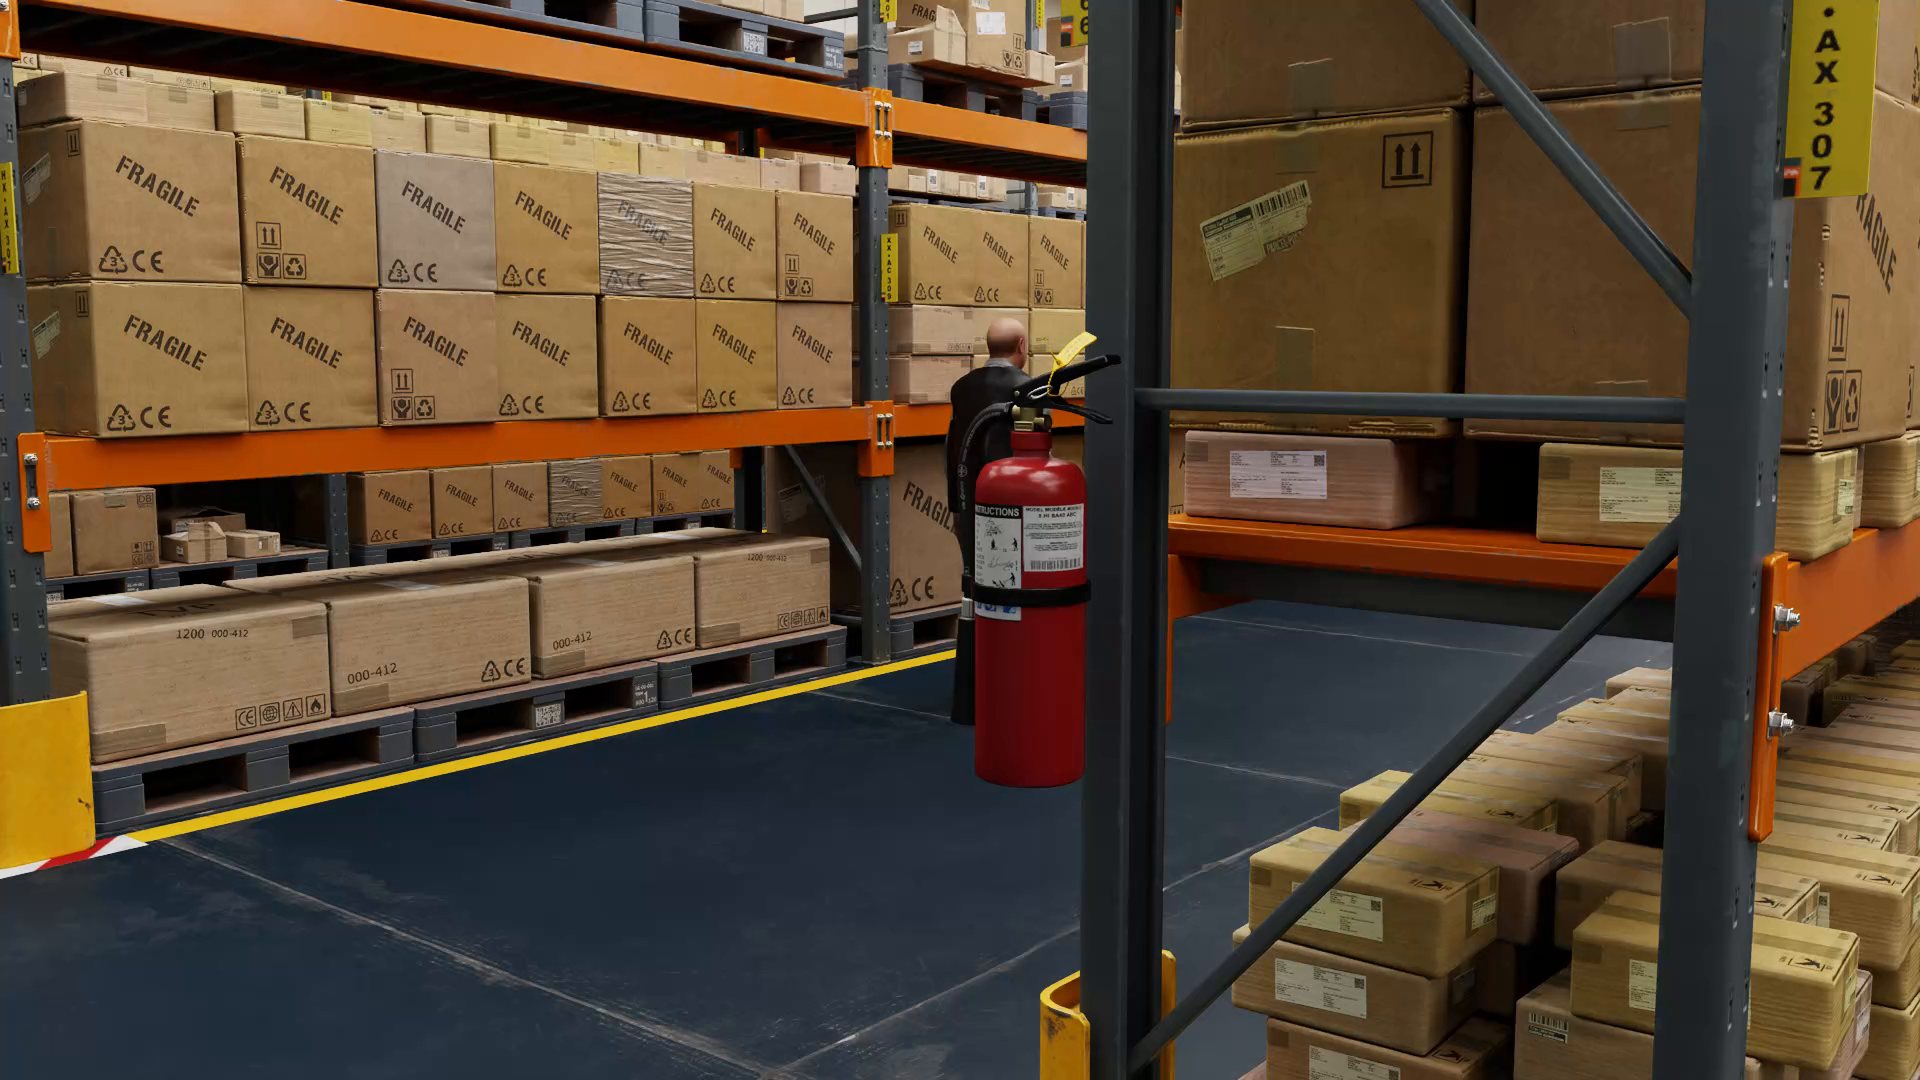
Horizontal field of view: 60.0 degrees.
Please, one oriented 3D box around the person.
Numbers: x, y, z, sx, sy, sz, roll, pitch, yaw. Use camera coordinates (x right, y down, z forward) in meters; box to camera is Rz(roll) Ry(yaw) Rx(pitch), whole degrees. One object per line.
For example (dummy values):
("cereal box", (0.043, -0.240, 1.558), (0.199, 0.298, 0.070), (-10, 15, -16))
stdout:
("person", (0.174, -0.121, 7.380), (0.580, 1.720, 0.421), (5, 8, 39))
